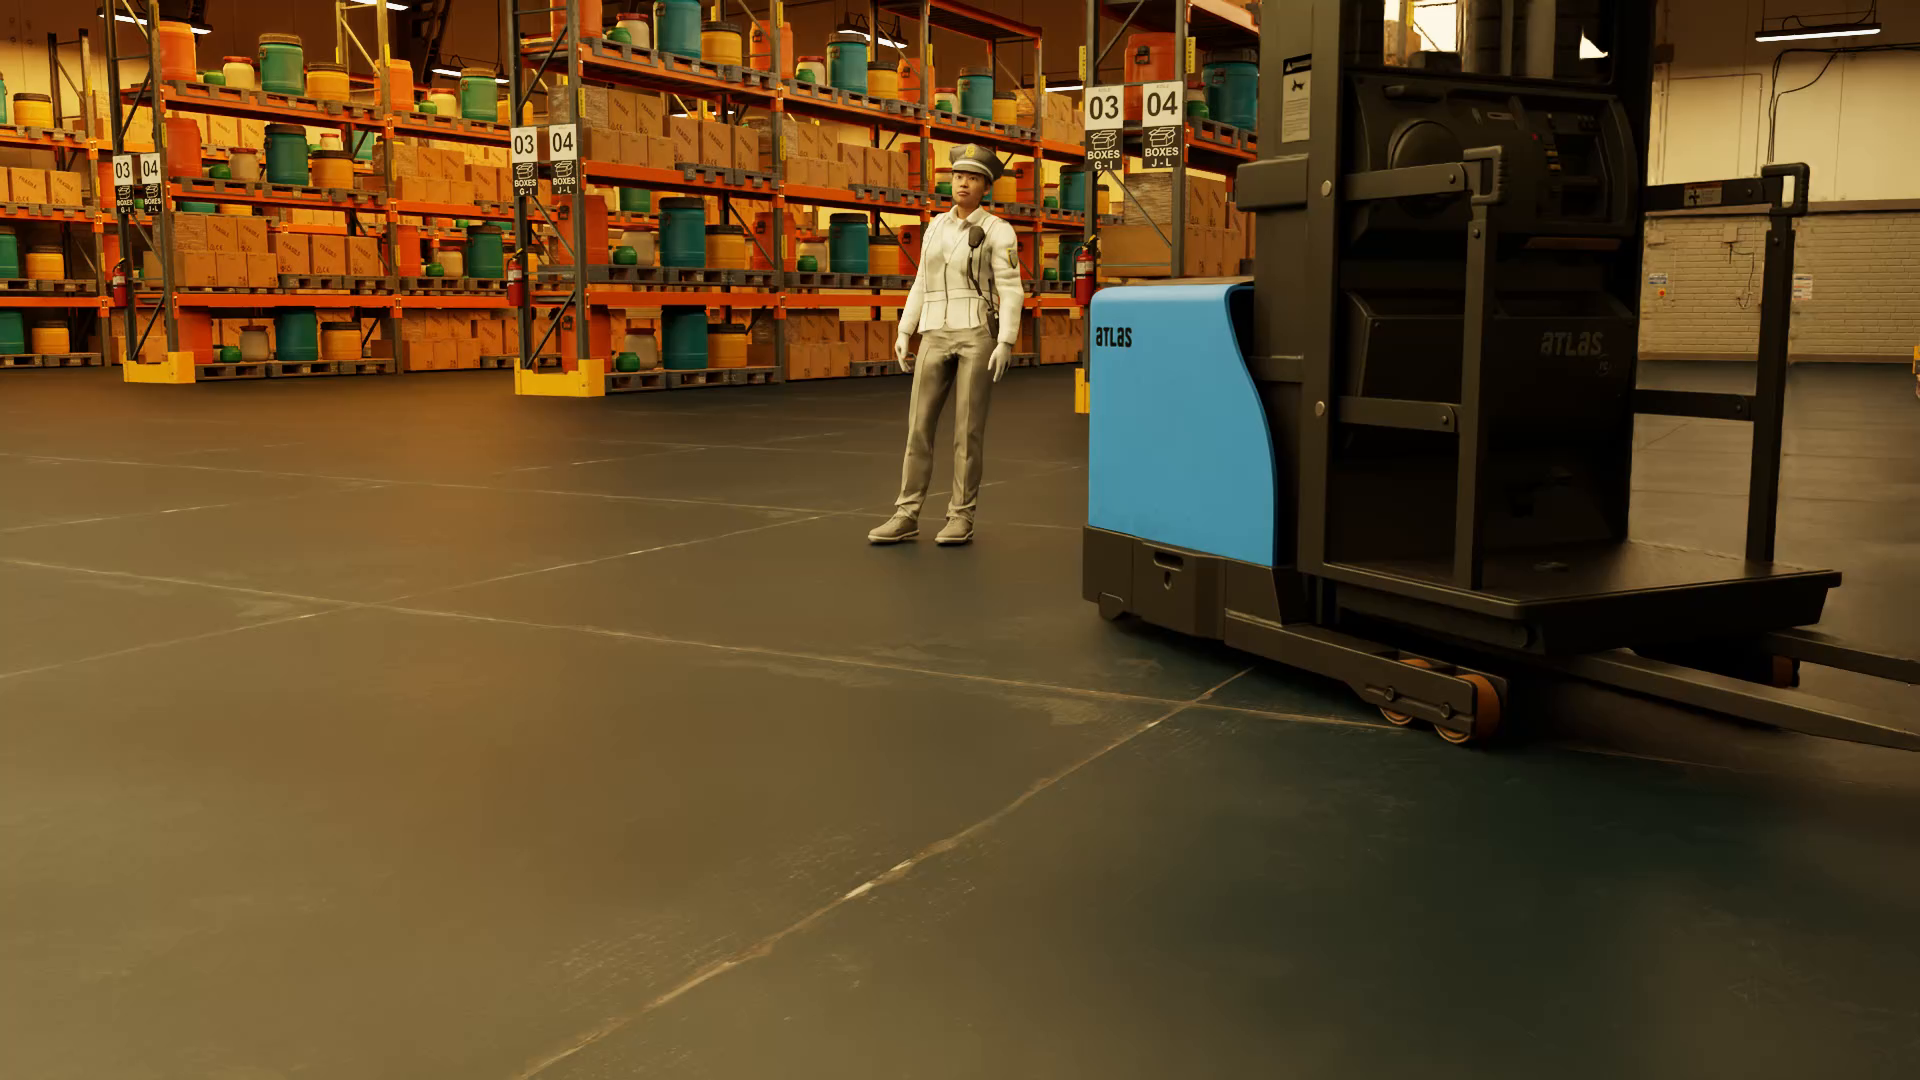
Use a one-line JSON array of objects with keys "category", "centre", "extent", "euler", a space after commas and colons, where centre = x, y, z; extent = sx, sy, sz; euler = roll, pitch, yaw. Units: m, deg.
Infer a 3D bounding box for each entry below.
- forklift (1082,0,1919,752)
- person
[{"category": "forklift", "centre": [1.504, -1.045, 4.163], "extent": [1.130, 2.935, 3.031], "euler": [-4, 9, -26]}, {"category": "person", "centre": [-0.038, -0.839, 7.142], "extent": [0.587, 1.696, 0.534], "euler": [4, 9, 29]}]
